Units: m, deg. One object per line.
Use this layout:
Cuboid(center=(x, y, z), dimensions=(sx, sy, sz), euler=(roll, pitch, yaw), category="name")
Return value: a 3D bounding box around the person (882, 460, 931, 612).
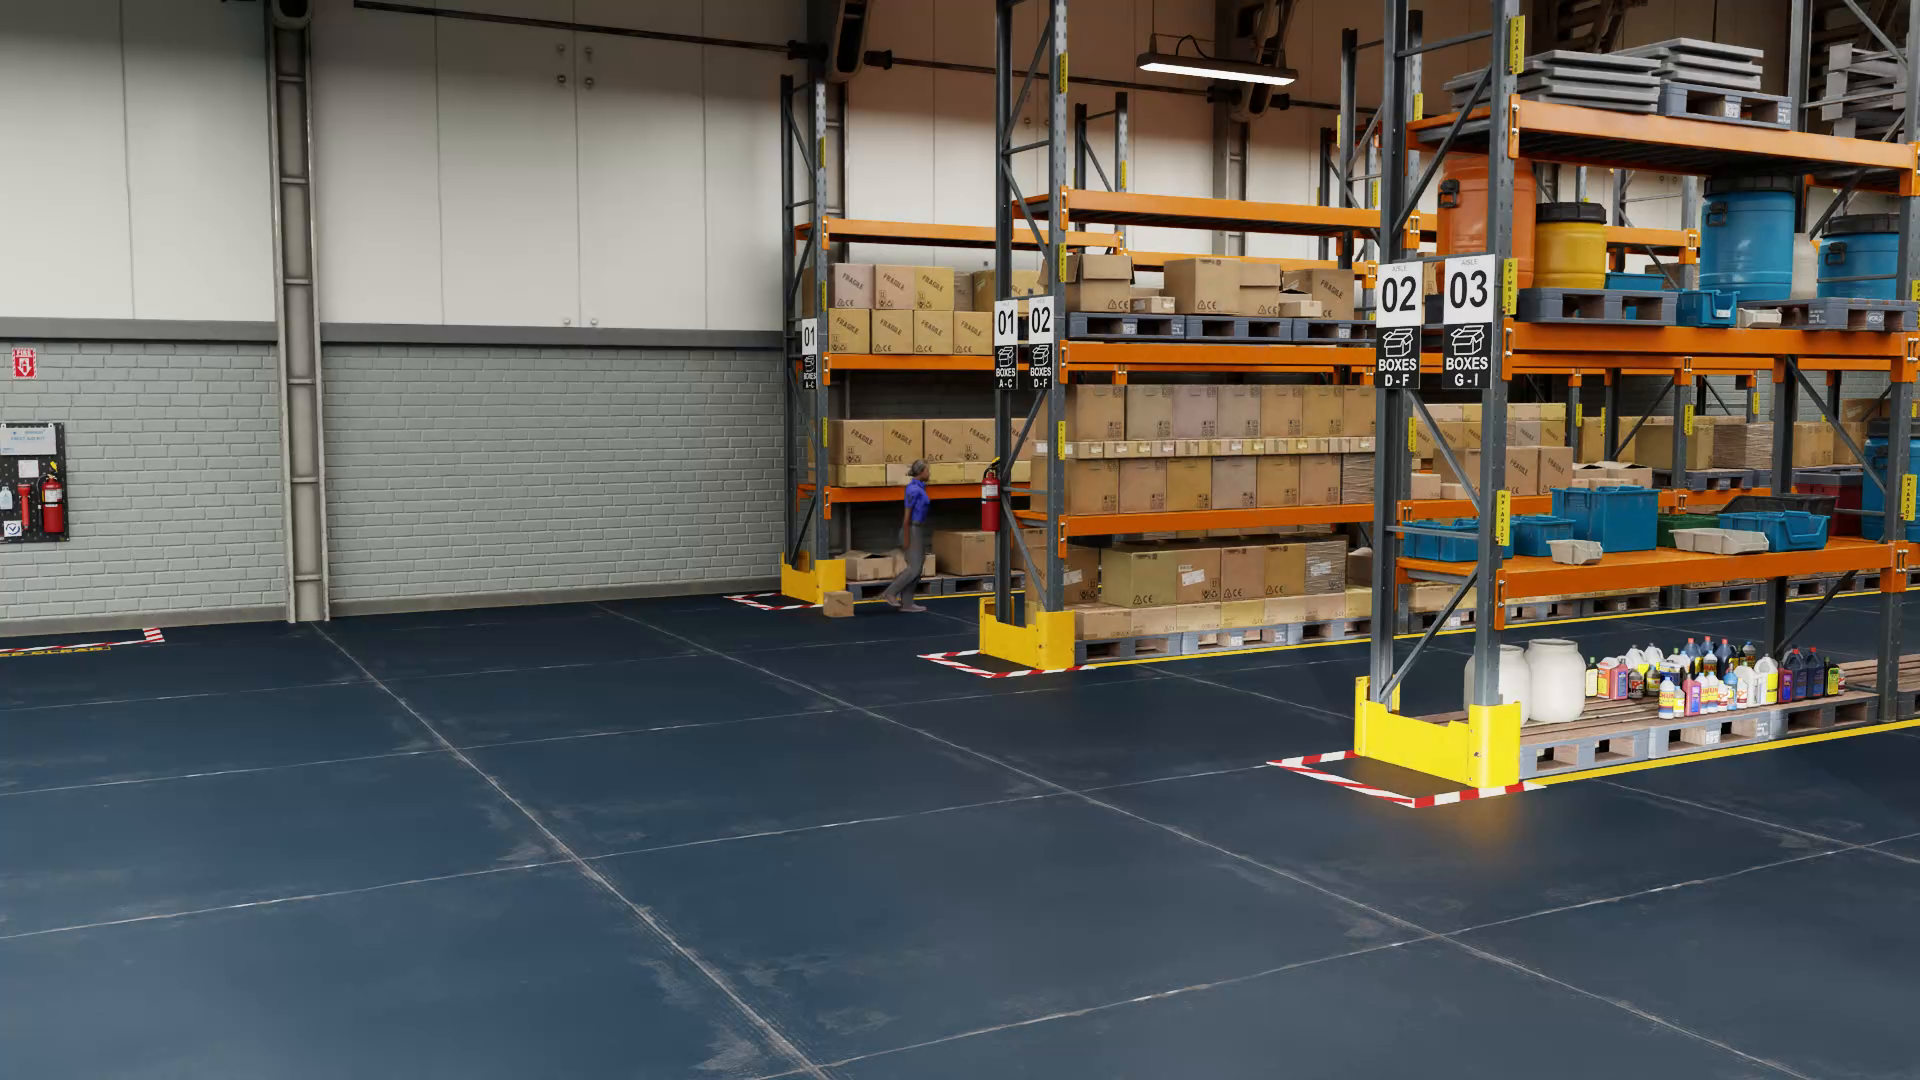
Cuboid(center=(-0.582, -0.040, 17.958), dimensions=(0.511, 1.652, 0.524), euler=(1, 5, 7), category="person")
